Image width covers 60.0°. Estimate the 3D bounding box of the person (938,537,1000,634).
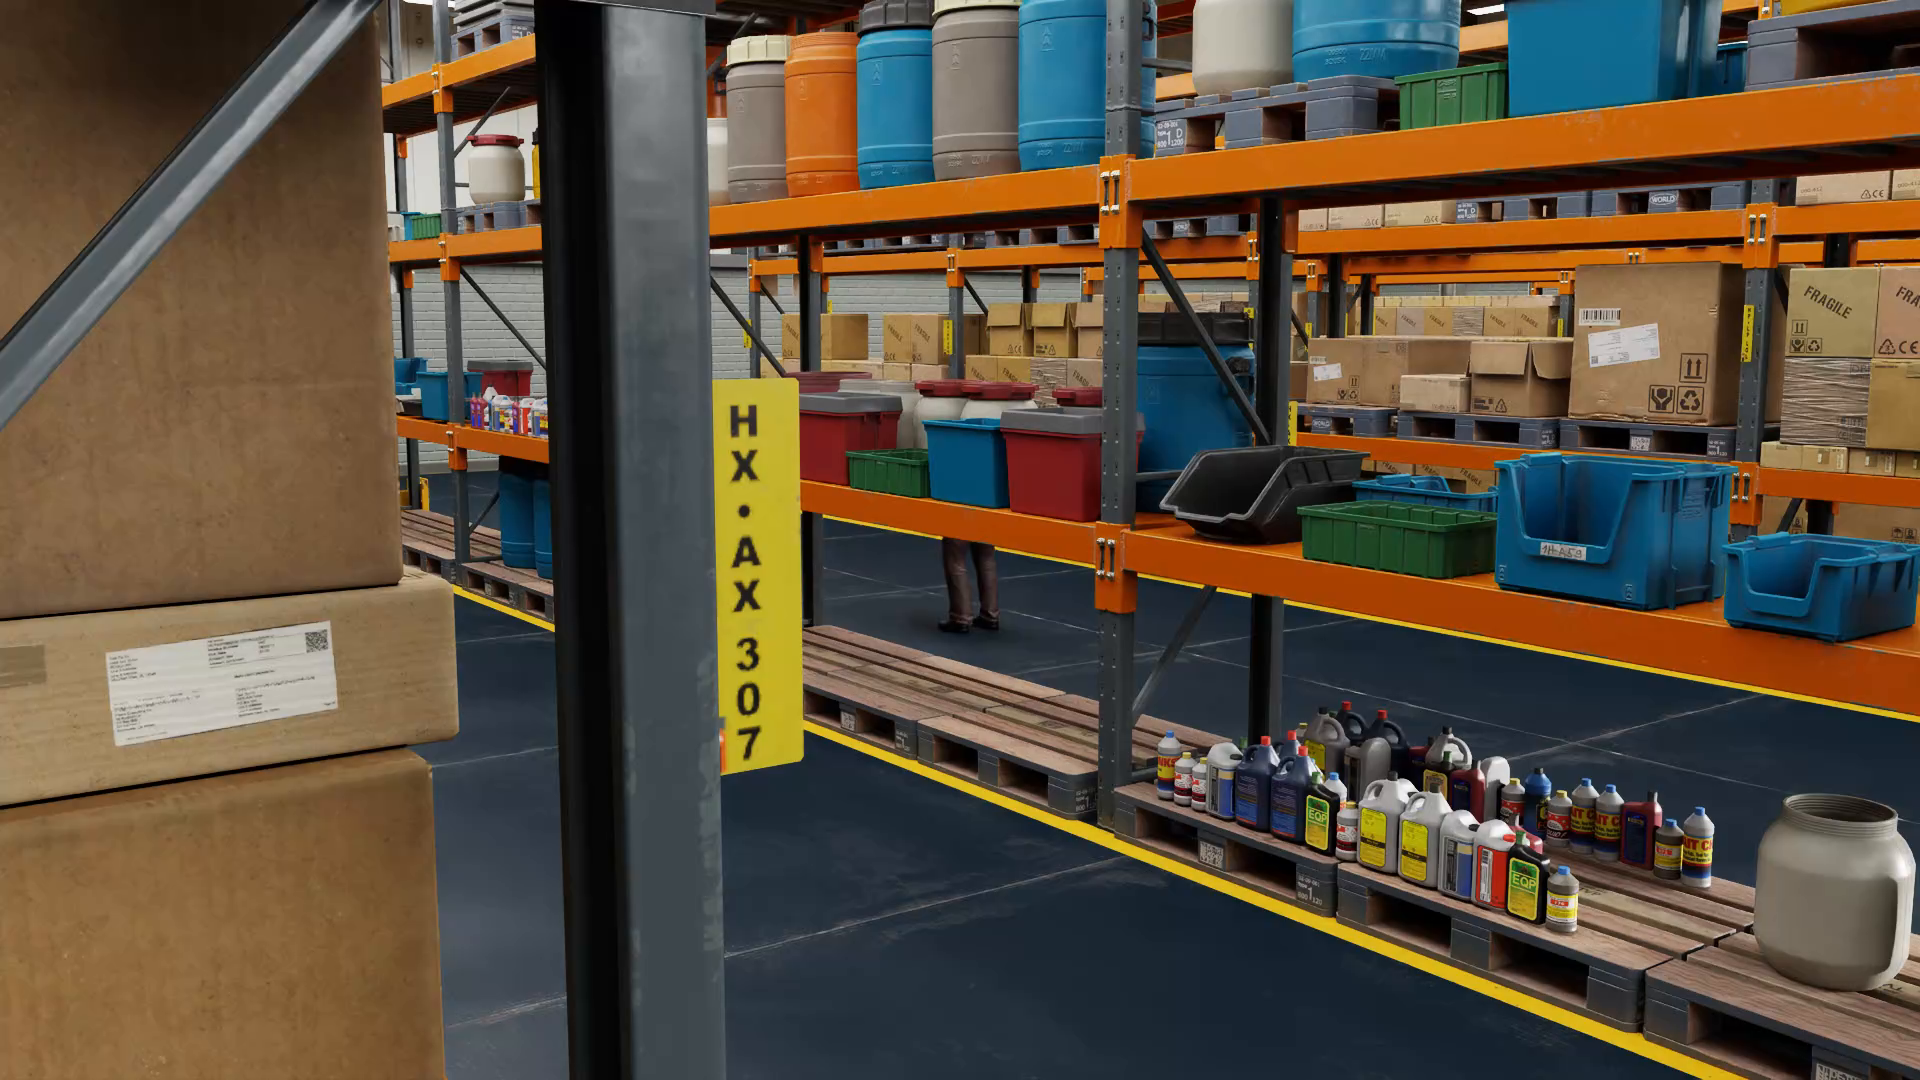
[{"bbox_3d":[0.016,-0.229,11.621,0.494,1.711,0.558,-5,9,-35],"label":"person"}]
